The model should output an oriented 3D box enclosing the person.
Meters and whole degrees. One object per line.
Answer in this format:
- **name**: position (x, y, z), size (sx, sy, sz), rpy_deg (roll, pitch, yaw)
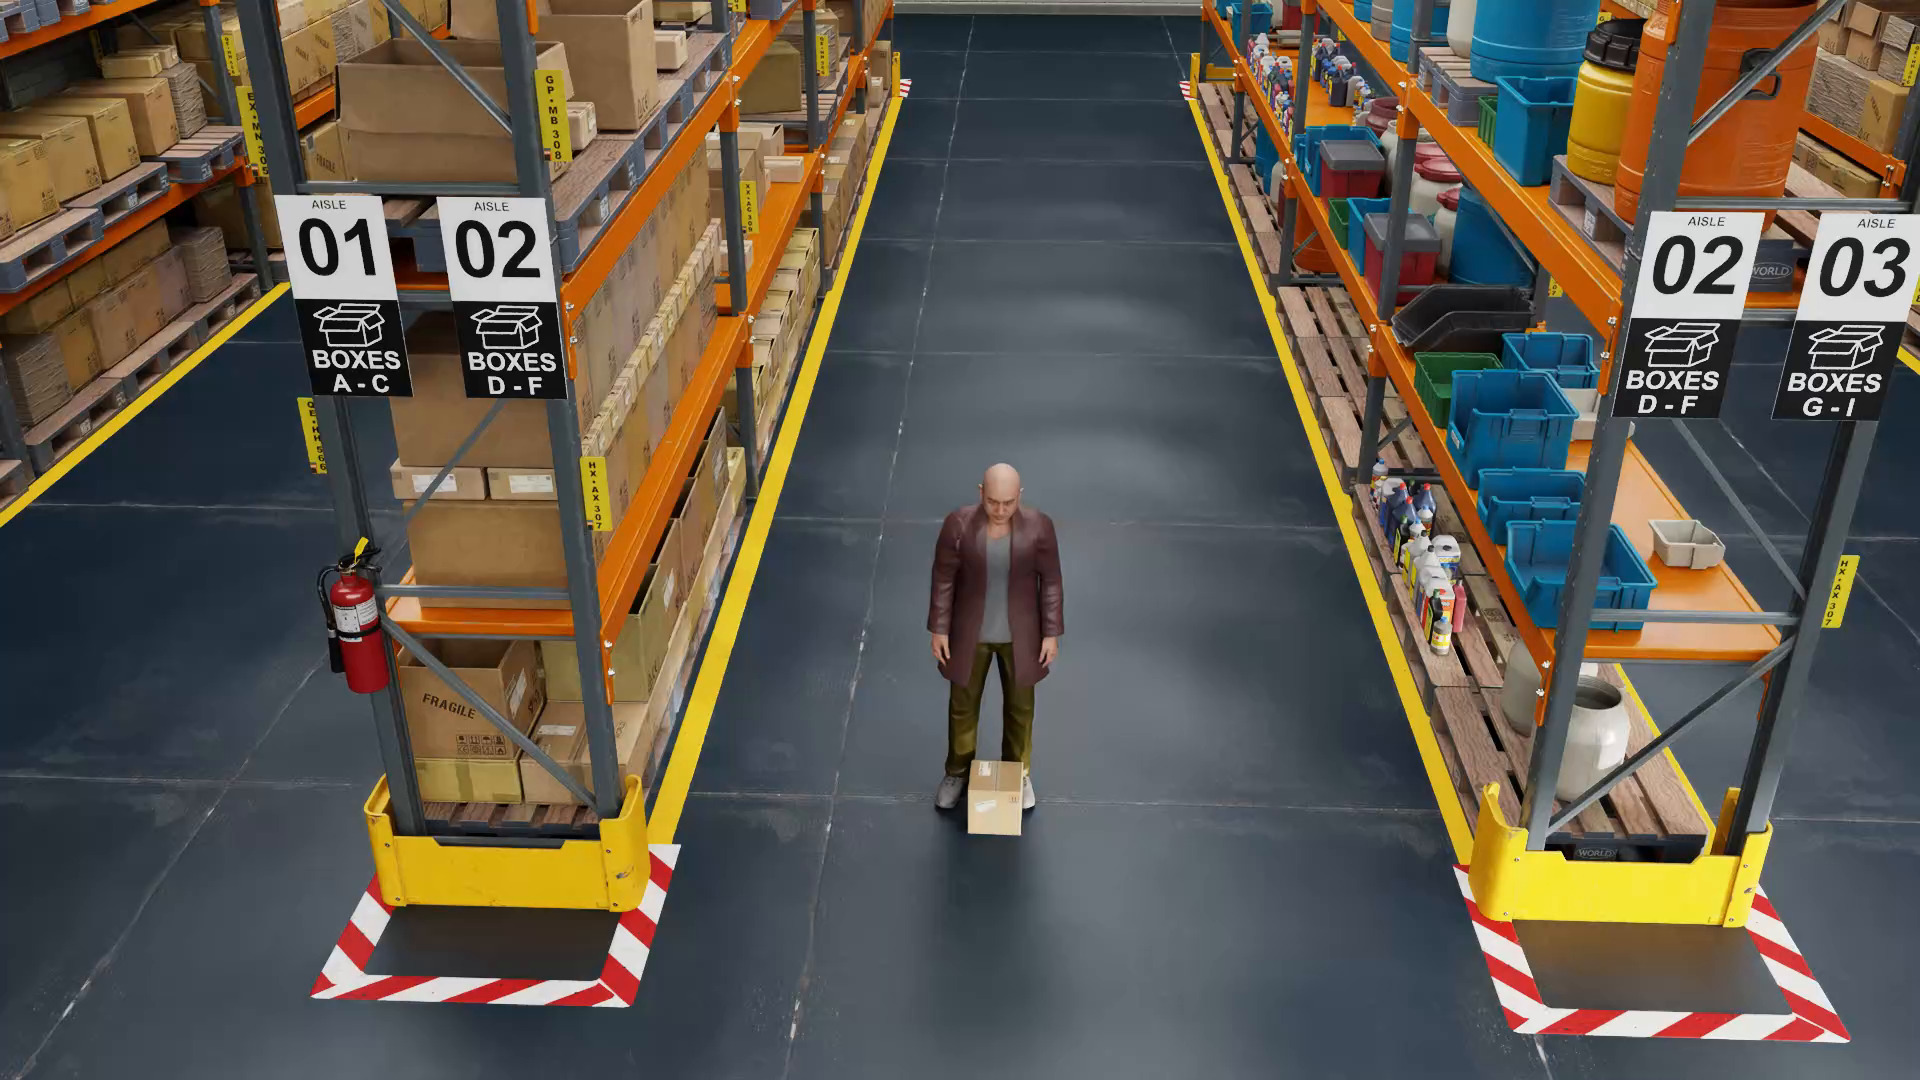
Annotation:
- **person**: position (0.165, 0.438, 7.798), size (0.644, 1.774, 0.427), rpy_deg (1, 28, 2)
